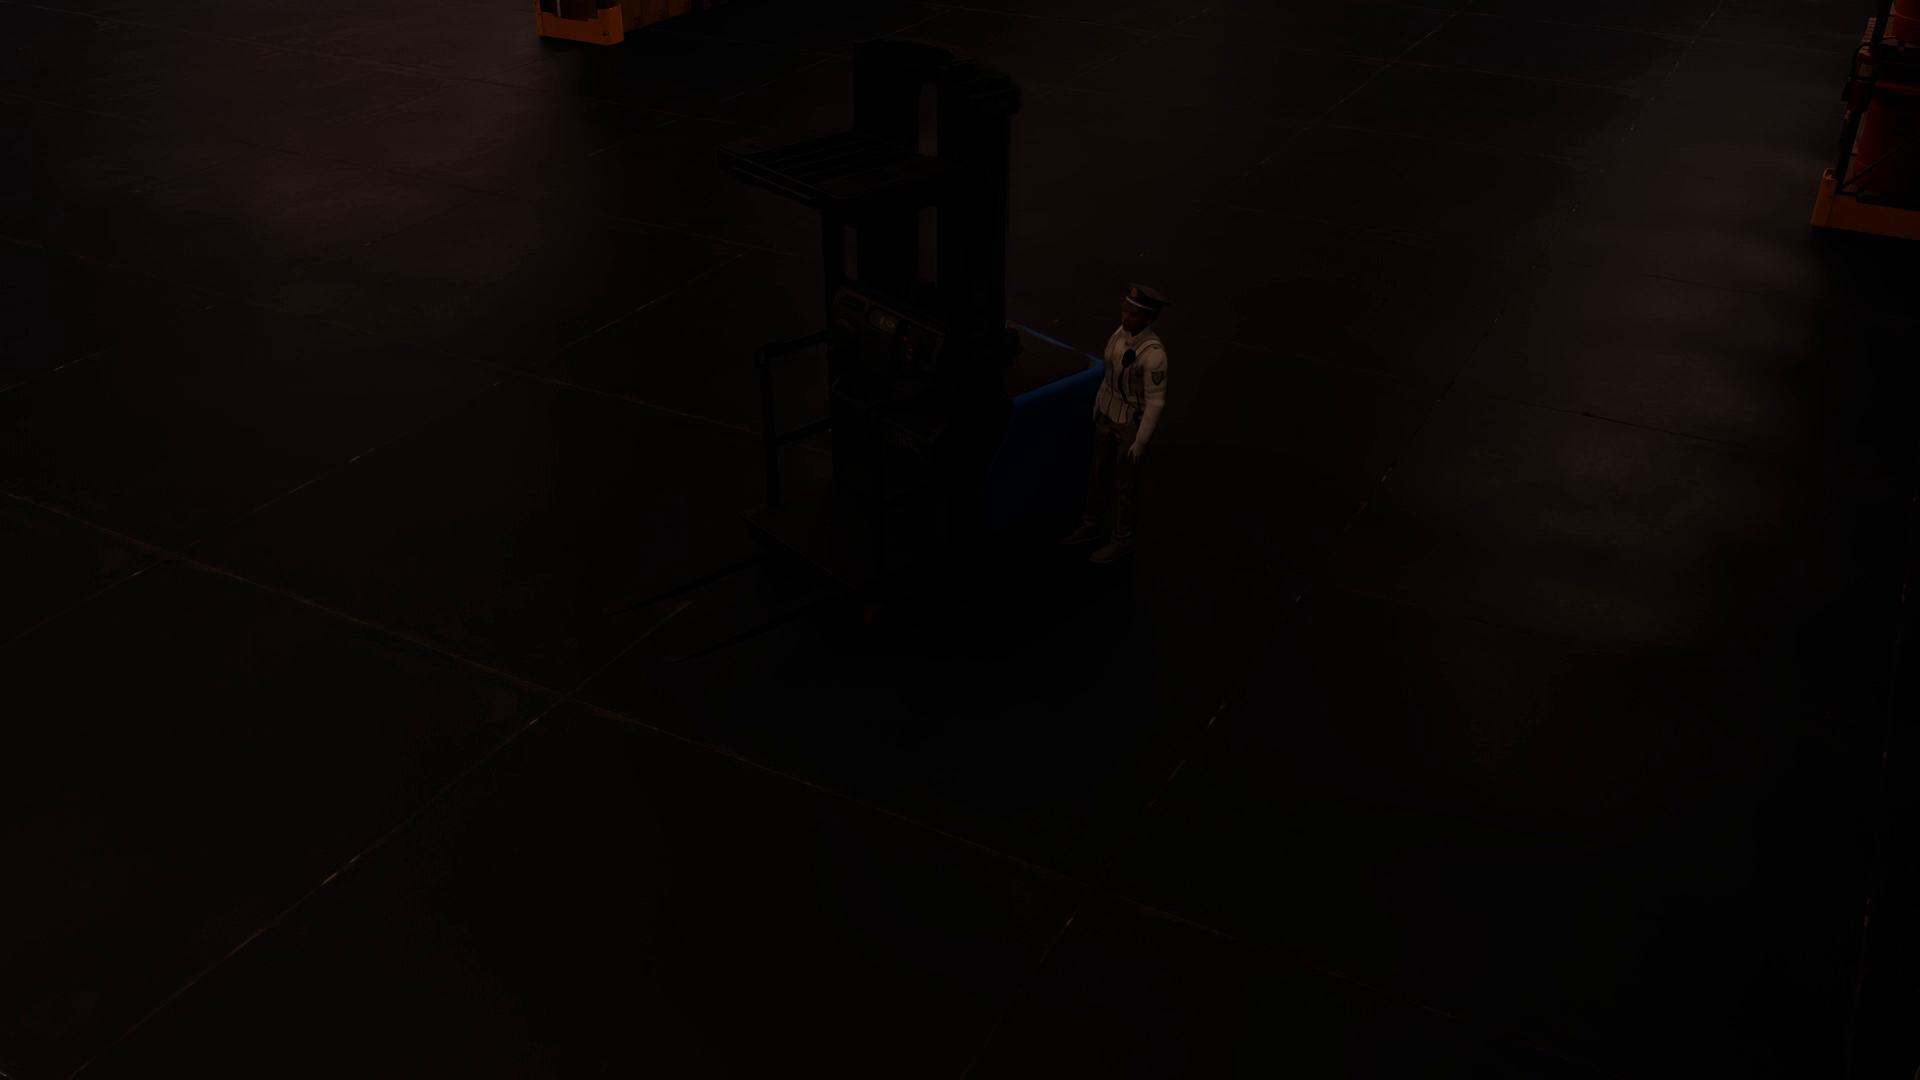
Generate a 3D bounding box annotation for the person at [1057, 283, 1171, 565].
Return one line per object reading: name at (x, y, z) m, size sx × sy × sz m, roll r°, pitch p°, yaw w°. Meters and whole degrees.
person at (0.888, -0.653, 9.433) m, size 0.507 × 1.697 × 0.587 m, roll -13°, pitch 32°, yaw -21°

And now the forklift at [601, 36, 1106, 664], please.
forklift at (-0.559, -1.065, 8.916) m, size 3.031 × 2.935 × 1.130 m, roll -23°, pitch 37°, yaw -34°
